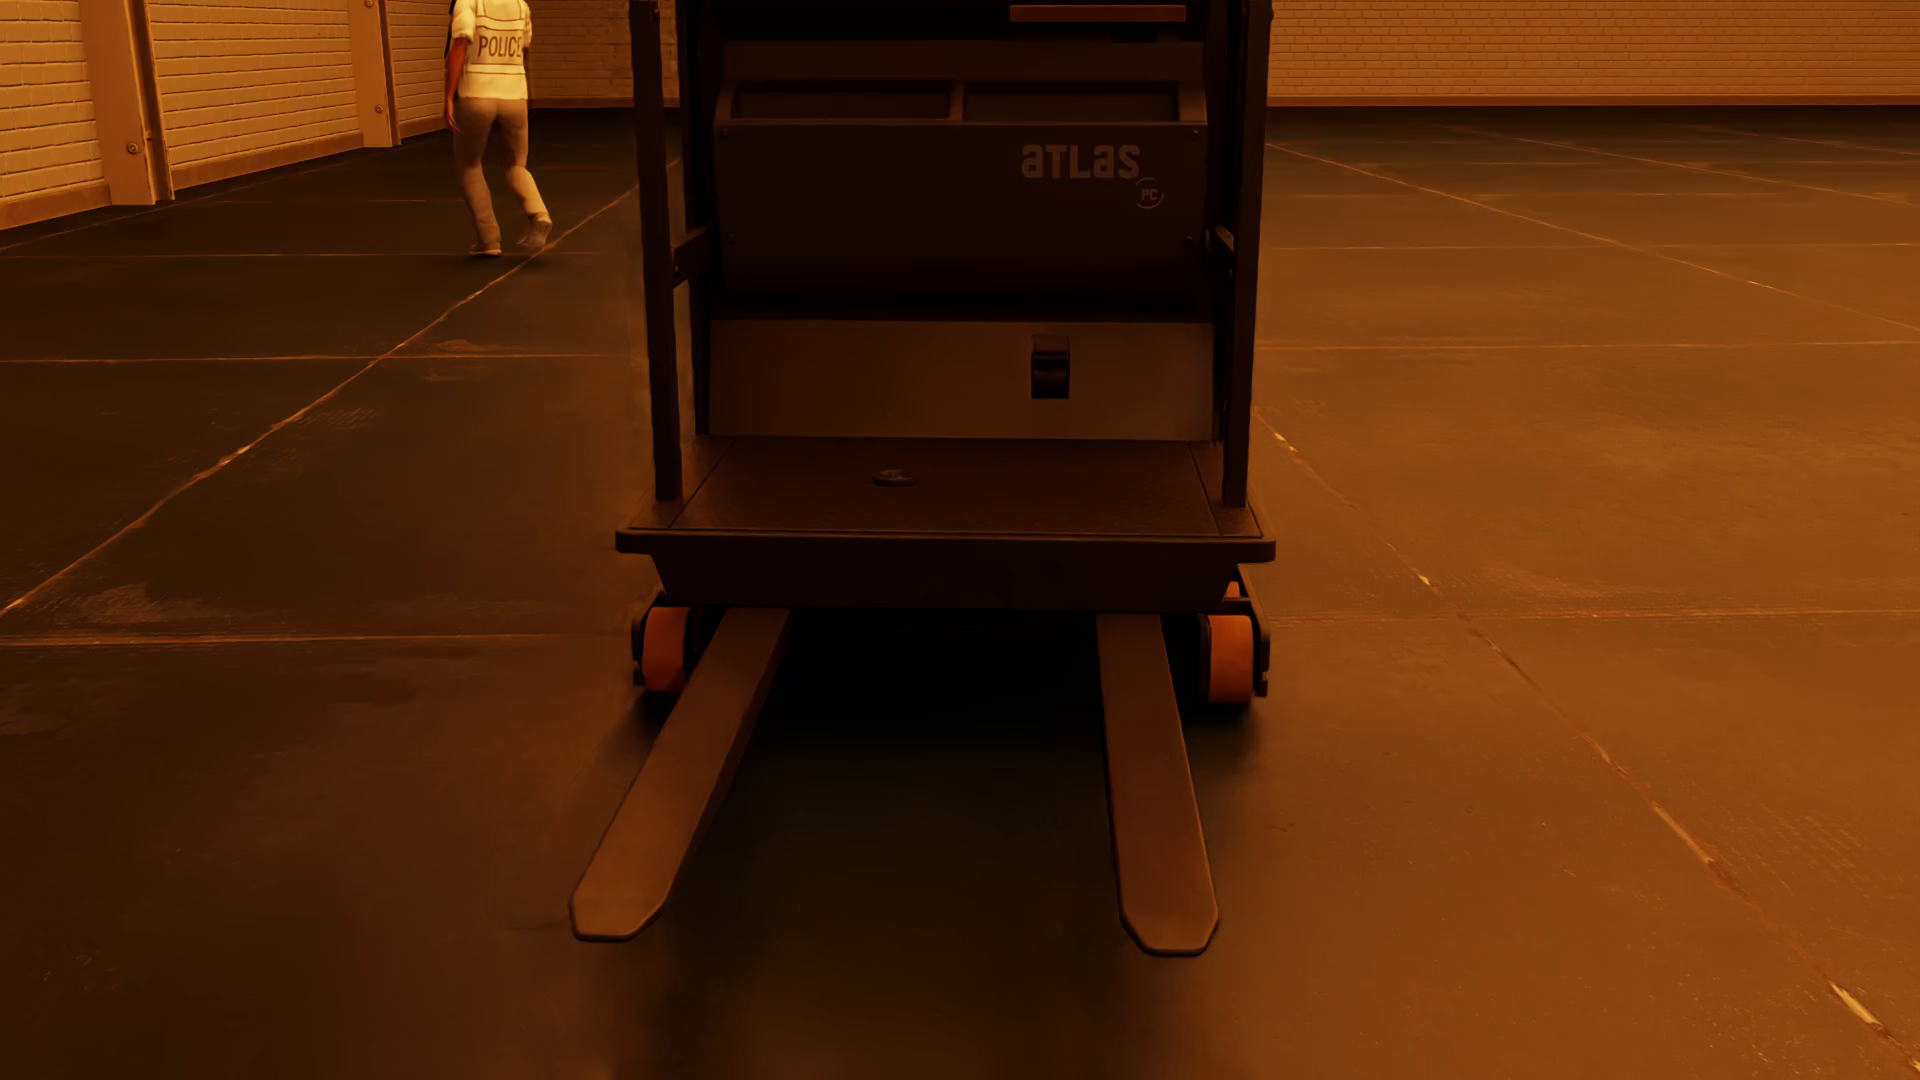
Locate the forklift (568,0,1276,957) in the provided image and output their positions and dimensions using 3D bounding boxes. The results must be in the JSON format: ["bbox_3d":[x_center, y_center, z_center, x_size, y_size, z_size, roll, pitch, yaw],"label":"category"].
[{"bbox_3d":[-0.007,-1.203,2.841,1.130,2.935,3.031,1,17,3],"label":"forklift"}]

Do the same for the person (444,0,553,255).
[{"bbox_3d":[-2.458,-2.253,8.570,0.585,1.601,0.622,-12,21,-34],"label":"person"}]
